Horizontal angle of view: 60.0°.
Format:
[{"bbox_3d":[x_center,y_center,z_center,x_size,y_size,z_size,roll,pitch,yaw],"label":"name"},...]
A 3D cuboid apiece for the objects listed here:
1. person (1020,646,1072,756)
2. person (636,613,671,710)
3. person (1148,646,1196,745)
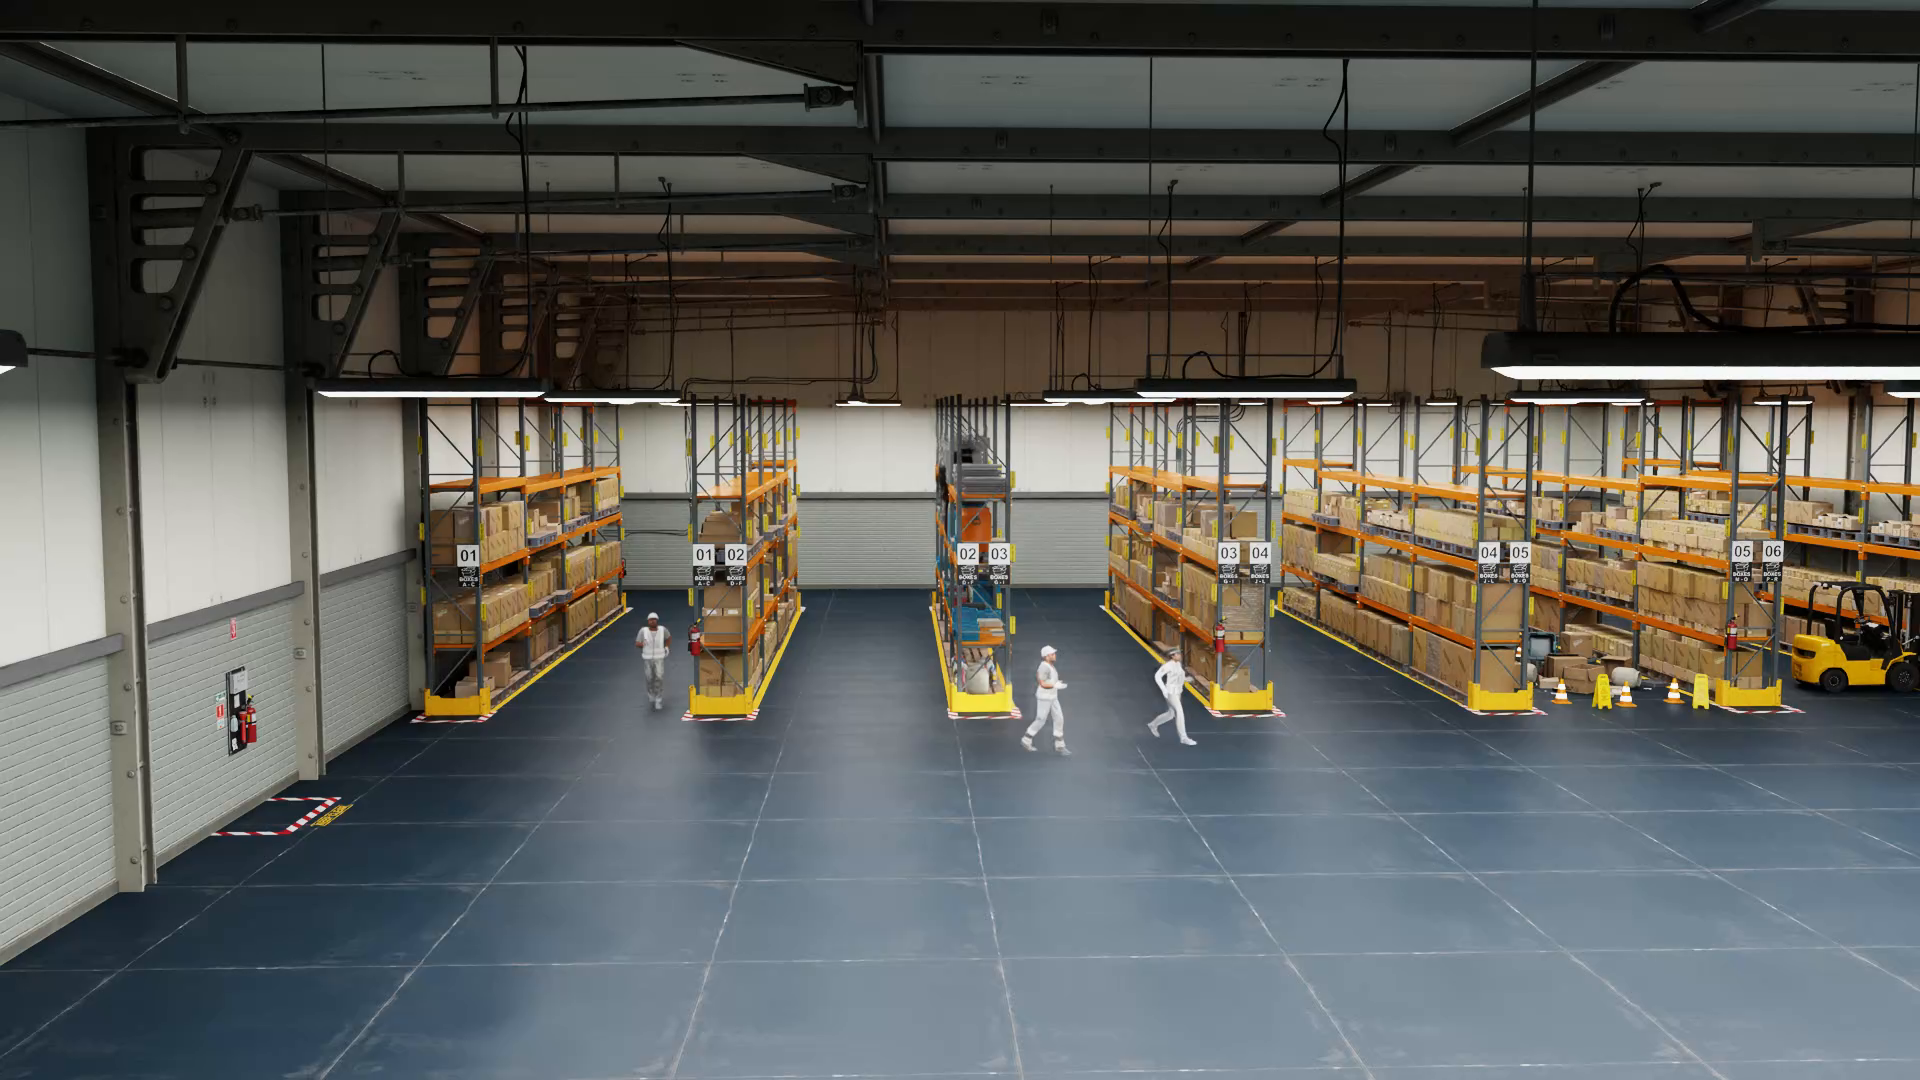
[{"bbox_3d":[1.417,2.656,27.489,0.870,1.816,0.636,2,5,23],"label":"person"},{"bbox_3d":[-5.886,2.307,31.937,0.662,1.834,0.765,-1,5,-8],"label":"person"},{"bbox_3d":[3.621,2.625,28.368,0.890,1.677,0.612,3,5,31],"label":"person"}]
